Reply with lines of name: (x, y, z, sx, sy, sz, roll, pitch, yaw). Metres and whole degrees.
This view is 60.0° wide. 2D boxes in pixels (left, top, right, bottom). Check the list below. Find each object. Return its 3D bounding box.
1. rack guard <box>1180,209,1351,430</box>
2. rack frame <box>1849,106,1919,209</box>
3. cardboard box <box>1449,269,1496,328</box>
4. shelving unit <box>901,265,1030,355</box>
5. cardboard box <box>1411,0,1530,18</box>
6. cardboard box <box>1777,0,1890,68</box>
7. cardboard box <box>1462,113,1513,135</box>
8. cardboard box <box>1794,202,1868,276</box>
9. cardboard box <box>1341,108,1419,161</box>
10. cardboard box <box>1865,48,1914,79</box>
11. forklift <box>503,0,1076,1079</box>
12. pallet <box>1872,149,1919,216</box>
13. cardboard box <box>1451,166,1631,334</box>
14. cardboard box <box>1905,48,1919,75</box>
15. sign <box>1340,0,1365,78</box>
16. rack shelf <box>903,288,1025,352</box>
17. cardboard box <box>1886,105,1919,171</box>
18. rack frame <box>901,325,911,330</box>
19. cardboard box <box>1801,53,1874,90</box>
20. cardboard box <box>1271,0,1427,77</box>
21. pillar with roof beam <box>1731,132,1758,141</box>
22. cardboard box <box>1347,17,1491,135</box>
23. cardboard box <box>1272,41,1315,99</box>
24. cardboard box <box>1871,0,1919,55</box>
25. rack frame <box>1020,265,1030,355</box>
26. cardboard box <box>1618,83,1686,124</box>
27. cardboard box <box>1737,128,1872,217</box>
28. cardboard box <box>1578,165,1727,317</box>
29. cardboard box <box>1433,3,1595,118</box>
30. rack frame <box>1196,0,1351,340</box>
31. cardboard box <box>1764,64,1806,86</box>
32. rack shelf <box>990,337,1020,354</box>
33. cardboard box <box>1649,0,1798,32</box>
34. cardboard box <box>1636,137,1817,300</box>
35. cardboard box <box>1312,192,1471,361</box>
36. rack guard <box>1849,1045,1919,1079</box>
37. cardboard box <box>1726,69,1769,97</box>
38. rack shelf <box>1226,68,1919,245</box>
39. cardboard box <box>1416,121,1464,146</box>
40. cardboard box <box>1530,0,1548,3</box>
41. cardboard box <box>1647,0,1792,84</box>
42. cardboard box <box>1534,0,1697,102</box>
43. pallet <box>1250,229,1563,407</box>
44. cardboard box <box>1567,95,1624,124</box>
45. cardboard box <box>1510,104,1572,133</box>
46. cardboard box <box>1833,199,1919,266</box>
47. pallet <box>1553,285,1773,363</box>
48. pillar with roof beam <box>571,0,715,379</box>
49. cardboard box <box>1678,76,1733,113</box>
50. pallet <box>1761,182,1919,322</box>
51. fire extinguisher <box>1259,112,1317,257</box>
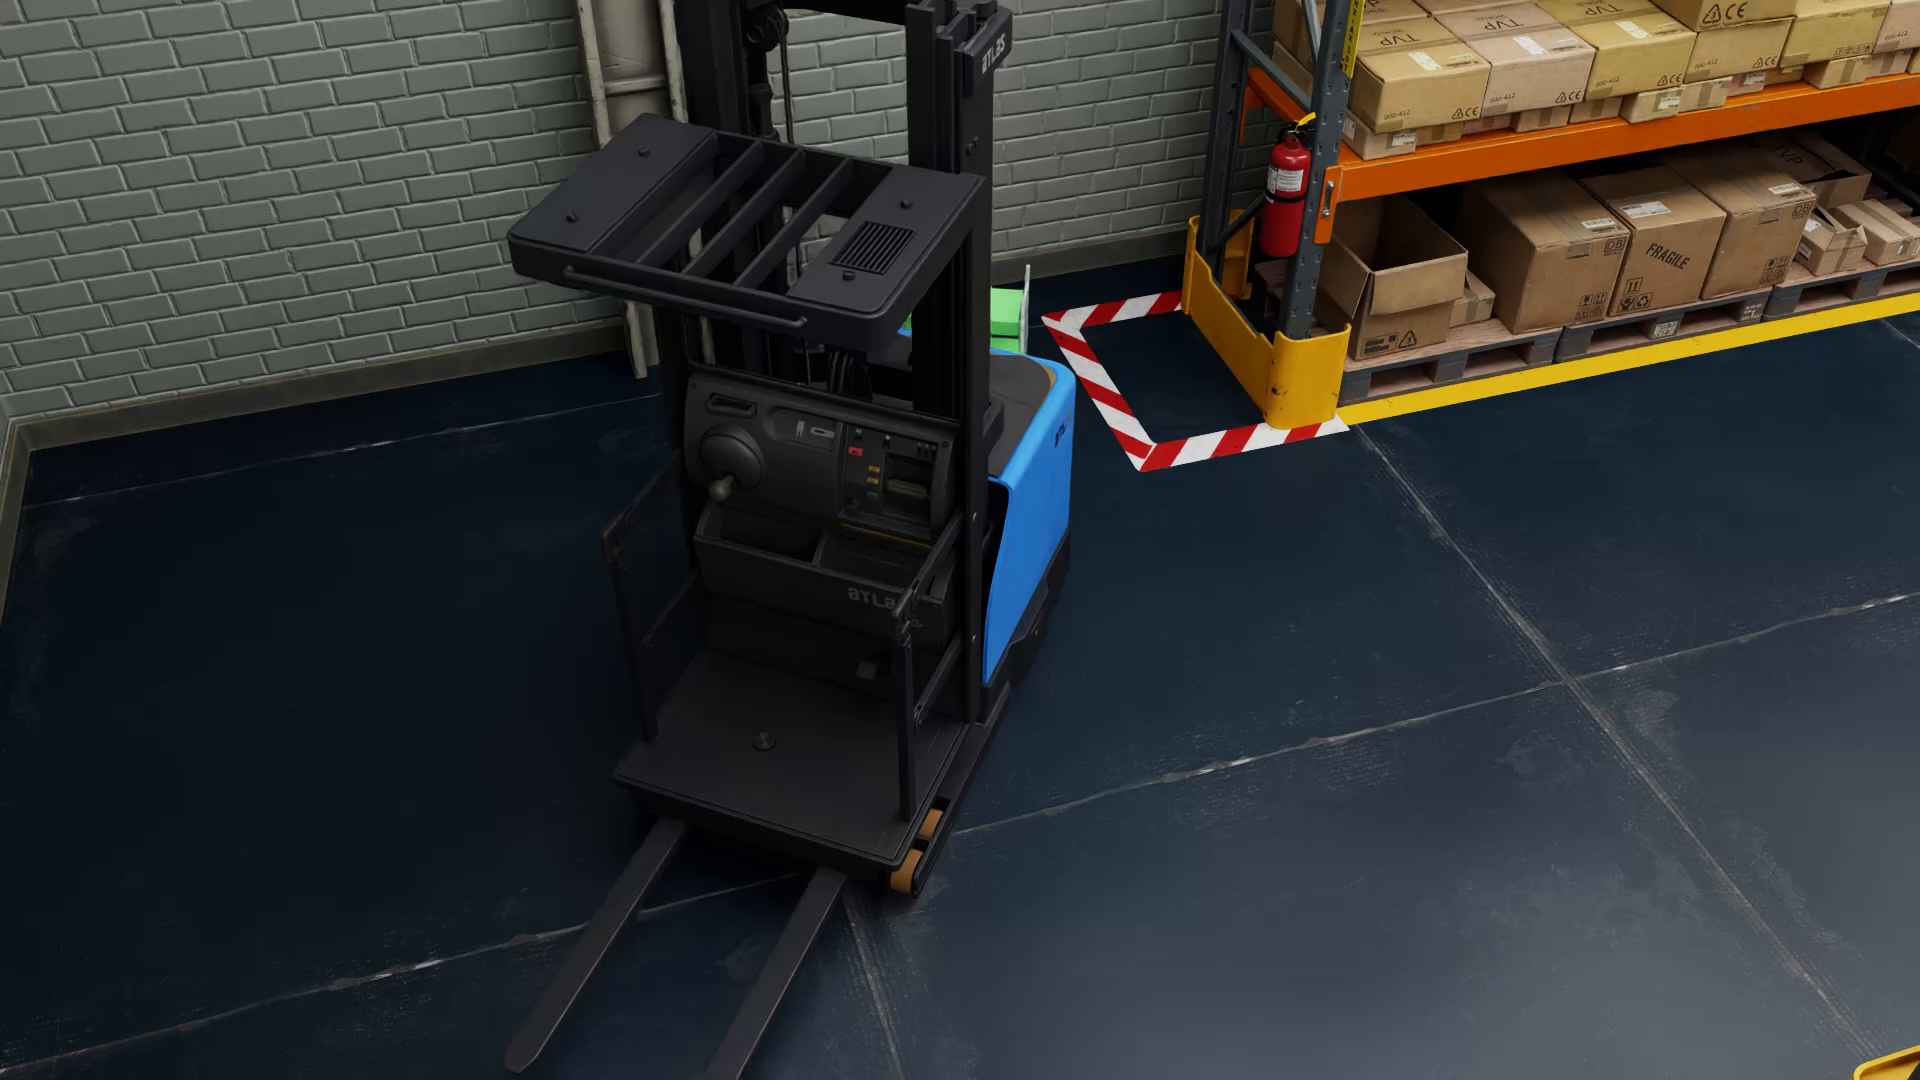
rack guard: (1.467, -1.096, 8.125, 0.348, 0.500, 1.175, -12, 42, -13)
rack frame: (5.210, -2.813, 8.190, 0.127, 3.000, 1.000, -12, 42, -13)
cardboard box: (2.424, -1.228, 8.223, 0.250, 0.149, 0.380, -13, 43, -15)
shelving unit: (0.018, -0.595, 7.019, 0.503, 1.200, 0.258, 4, 41, 5)
cardboard box: (2.246, -2.437, 7.647, 0.500, 0.250, 0.500, -12, 42, -13)
cardboard box: (3.844, -2.416, 7.624, 0.500, 0.250, 0.500, -12, 43, -13)
cardboard box: (2.260, -1.974, 7.420, 0.250, 0.149, 0.380, -12, 43, -14)
cardboard box: (4.426, -1.577, 8.534, 0.258, 0.266, 0.396, -10, 42, -12)
cardboard box: (1.791, -1.821, 7.245, 0.250, 0.149, 0.380, -12, 43, -13)
cardboard box: (4.241, -2.331, 7.829, 0.250, 0.149, 0.380, -11, 42, -12)
forklift: (-0.541, -0.178, 5.226, 1.130, 2.935, 3.031, 14, 43, 16)
pallet: (5.974, -1.947, 9.319, 1.213, 0.211, 1.003, -12, 42, -13)
cardboard box: (2.834, -1.445, 8.205, 0.500, 0.500, 0.700, -10, 42, -11)
cardboard box: (4.499, -2.365, 7.869, 0.250, 0.149, 0.380, -11, 42, -12)
sign: (1.558, -2.008, 6.611, 0.005, 0.325, 0.100, -12, 42, -13)
rack shelf: (0.018, -0.909, 6.746, 0.480, 0.148, 0.258, 4, 41, 5)
cardboard box: (5.589, -2.313, 9.198, 0.500, 0.500, 0.500, -12, 43, -13)
rack frame: (-0.225, -0.613, 7.040, 0.015, 1.200, 0.240, 4, 41, 5)
cardboard box: (4.006, -2.262, 7.751, 0.250, 0.149, 0.380, -12, 43, -14)
cardboard box: (1.754, -2.336, 7.531, 0.500, 0.250, 0.500, -11, 42, -12)
pillar with roof beam: (5.568, -2.799, 3.614, 0.400, 9.000, 9.100, -12, 42, -13)
cardboard box: (1.908, -1.999, 7.146, 0.500, 0.250, 0.500, -11, 42, -13)
cardboard box: (1.630, -2.162, 7.636, 0.250, 0.149, 0.380, -12, 43, -14)
cardboard box: (4.324, -2.507, 7.727, 0.500, 0.250, 0.500, -12, 42, -13)
rack frame: (0.260, -0.577, 6.999, 0.015, 1.200, 0.240, 4, 41, 5)
cardboard box: (3.034, -2.044, 7.501, 0.250, 0.149, 0.380, -13, 43, -14)
cardboard box: (4.509, -1.976, 8.957, 0.500, 0.311, 0.500, -10, 42, -12)
cardboard box: (3.368, -1.487, 8.253, 0.500, 0.500, 0.500, -11, 42, -12)
cardboard box: (2.389, -2.099, 7.260, 0.500, 0.250, 0.500, -11, 42, -13)
rack frame: (1.395, -2.023, 7.285, 0.127, 3.000, 1.000, -12, 42, -13)
cardboard box: (3.726, -2.282, 7.773, 0.250, 0.149, 0.380, -11, 42, -12)
rack shelf: (0.018, -0.728, 6.904, 0.480, 0.148, 0.258, 4, 41, 5)
cardboard box: (3.339, -2.578, 7.239, 0.500, 0.500, 0.500, -11, 42, -12)
cardboard box: (3.824, -1.651, 8.440, 0.500, 0.500, 0.700, -13, 43, -15)
cardboard box: (2.007, -1.302, 8.039, 0.637, 0.503, 0.797, -13, 43, -15)
rack guard: (2.866, 2.038, 4.538, 0.348, 0.500, 1.175, -12, 42, -13)
cardboard box: (3.505, -2.203, 7.683, 0.250, 0.149, 0.380, -12, 43, -13)
rack shelf: (3.302, -2.147, 7.974, 4.000, 0.370, 1.077, -12, 42, -13)
cardboard box: (2.019, -1.900, 7.336, 0.250, 0.149, 0.380, -11, 42, -12)
cardboard box: (2.720, -2.532, 7.756, 0.500, 0.250, 0.500, -10, 42, -12)
cardboard box: (3.353, -2.315, 7.508, 0.500, 0.250, 0.500, -13, 43, -14)
cardboard box: (2.872, -2.201, 7.377, 0.500, 0.250, 0.500, -12, 43, -14)
pallet: (2.227, -1.146, 8.401, 1.213, 0.211, 1.003, -12, 42, -13)
cardboard box: (2.771, -2.041, 7.498, 0.250, 0.149, 0.380, -11, 42, -12)
cardboard box: (2.519, -1.985, 7.434, 0.250, 0.149, 0.380, -10, 42, -12)
cardboard box: (4.767, -1.603, 8.653, 0.250, 0.149, 0.380, -13, 43, -14)
pallet: (3.389, -1.384, 8.674, 1.213, 0.211, 1.003, -12, 42, -13)
pillar with roof beam: (-0.155, -1.613, 2.257, 0.400, 9.000, 9.100, -12, 42, -13)
cardboard box: (3.279, -2.109, 7.575, 0.250, 0.149, 0.380, -11, 42, -12)
pallet: (4.555, -1.628, 8.953, 1.213, 0.211, 1.003, -12, 42, -13)
fire extinguisher: (1.393, -1.534, 7.068, 0.183, 0.674, 0.296, -12, 42, -13)
